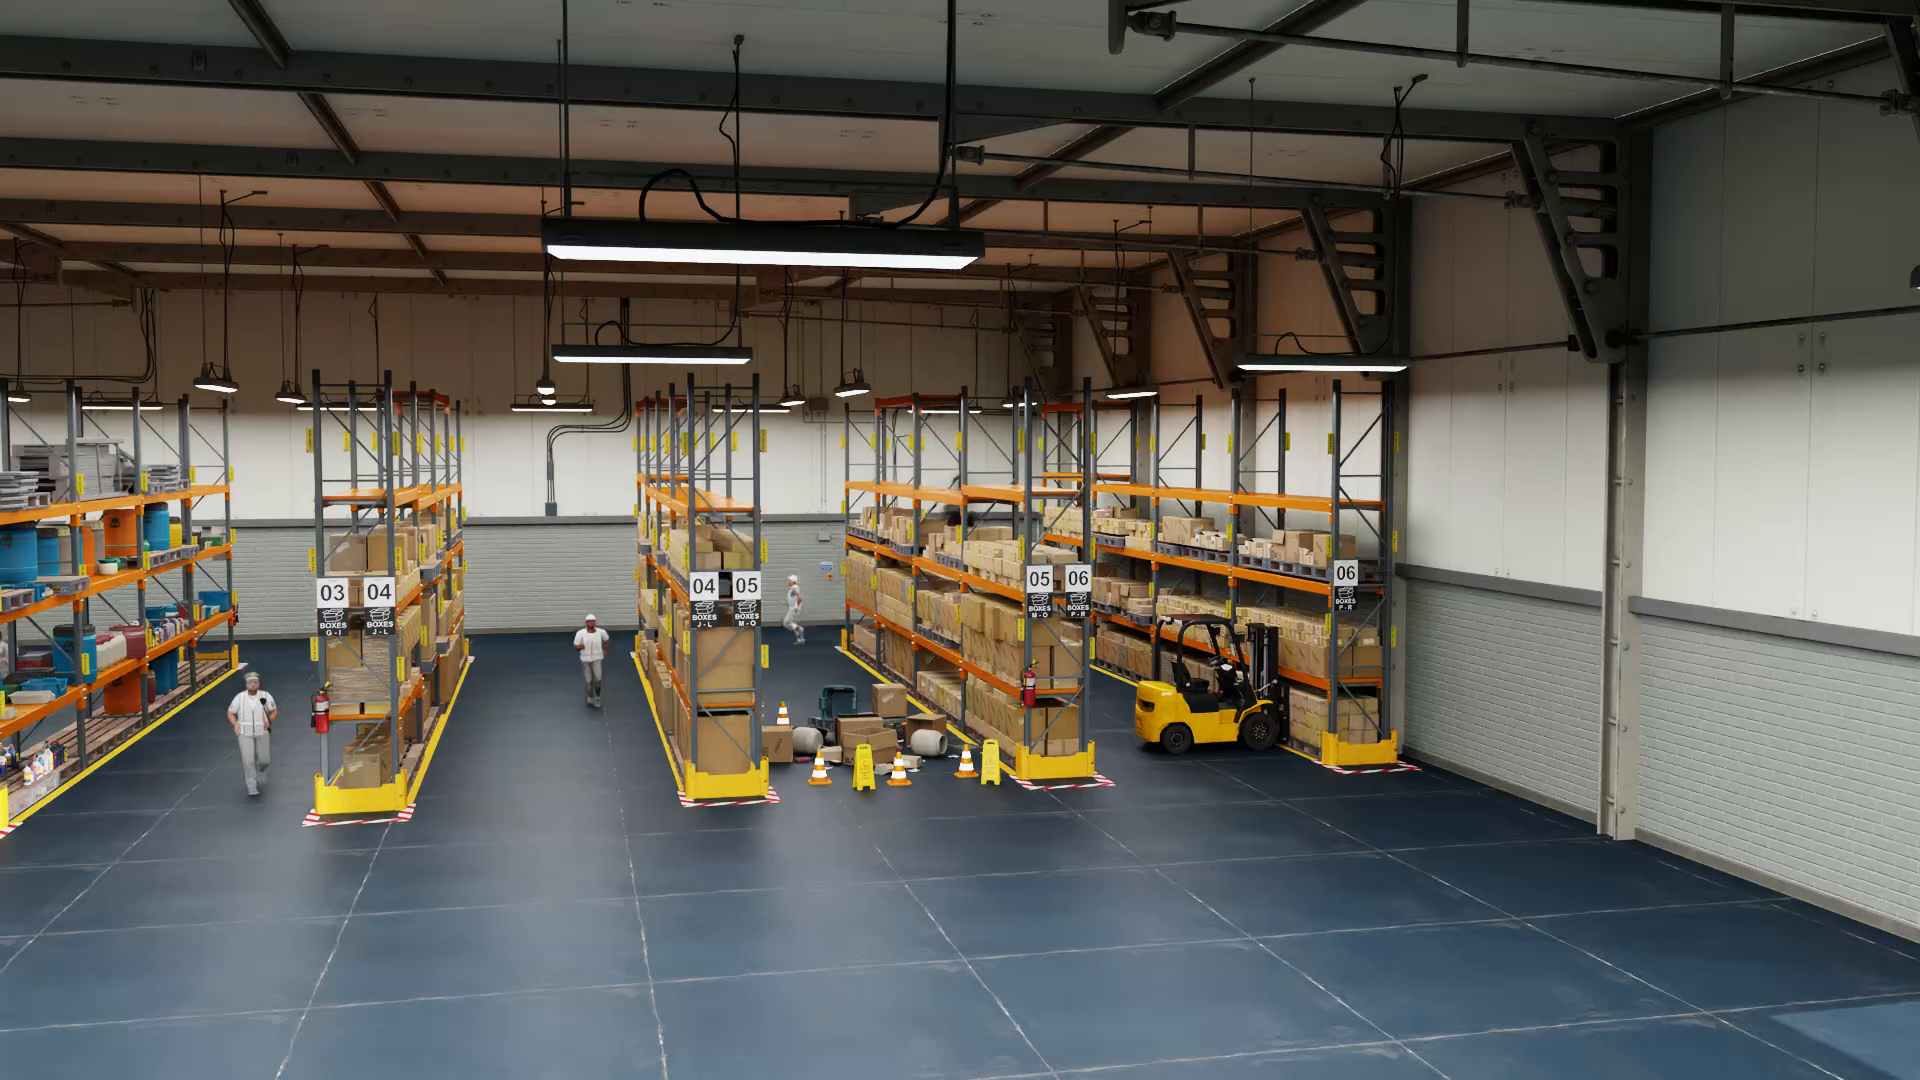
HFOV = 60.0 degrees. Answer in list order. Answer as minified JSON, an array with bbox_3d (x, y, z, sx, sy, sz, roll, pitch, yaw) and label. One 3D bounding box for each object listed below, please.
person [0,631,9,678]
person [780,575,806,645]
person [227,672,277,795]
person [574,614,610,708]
[{"bbox_3d":[-17.791,2.427,30.663,0.515,1.567,0.639,-2,4,-26],"label":"person"},{"bbox_3d":[-4.161,1.748,41.390,0.655,1.739,0.696,0,3,-4],"label":"person"},{"bbox_3d":[-10.147,2.753,23.864,0.666,1.734,0.685,-2,4,-26],"label":"person"},{"bbox_3d":[-6.981,2.306,31.556,0.677,1.795,0.683,-1,3,-13],"label":"person"}]
